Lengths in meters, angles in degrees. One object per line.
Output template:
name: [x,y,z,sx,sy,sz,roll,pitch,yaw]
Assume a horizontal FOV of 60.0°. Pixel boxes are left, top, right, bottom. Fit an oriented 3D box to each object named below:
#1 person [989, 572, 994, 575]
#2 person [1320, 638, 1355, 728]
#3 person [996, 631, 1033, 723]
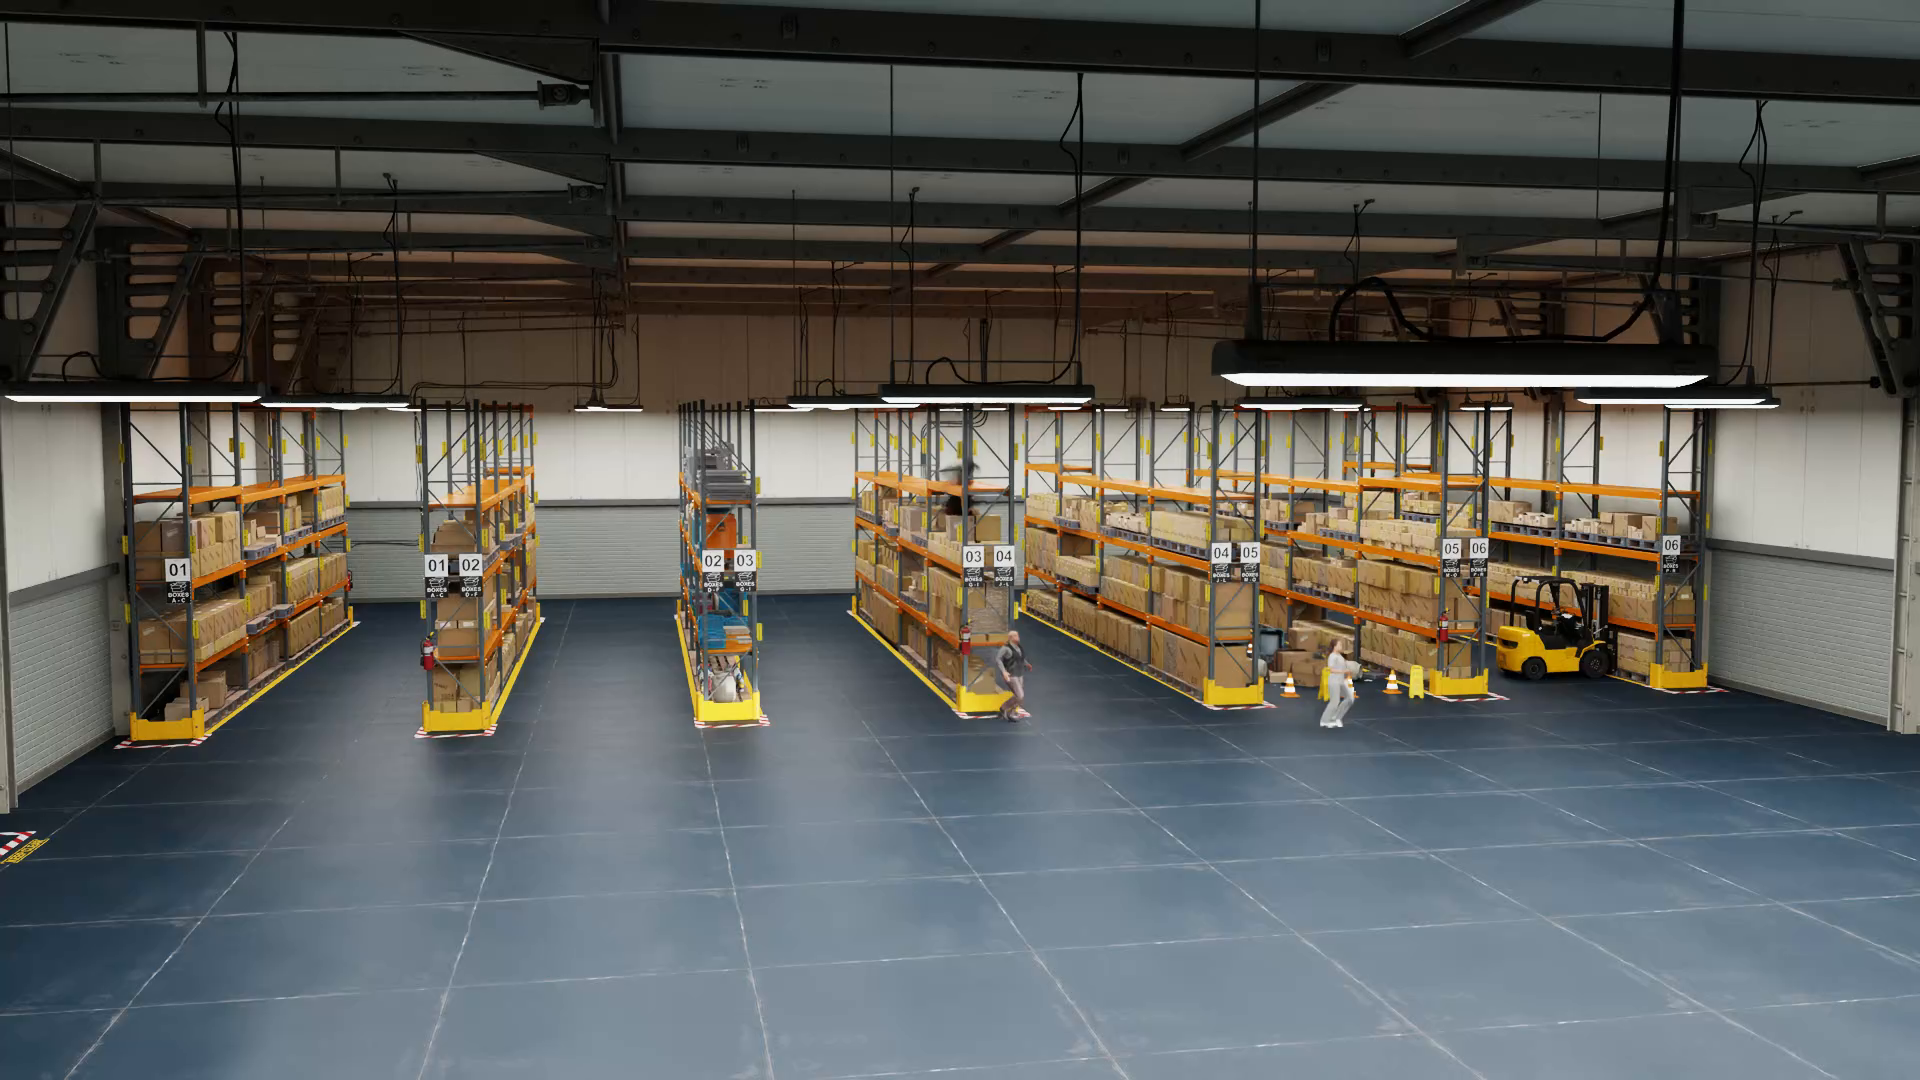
person: [0.843,1.338,47.200,0.691,1.654,0.639,0,4,-1]
person: [6.894,2.610,30.266,0.665,1.652,0.533,3,5,38]
person: [1.028,2.503,30.380,0.569,1.679,0.669,3,5,35]
